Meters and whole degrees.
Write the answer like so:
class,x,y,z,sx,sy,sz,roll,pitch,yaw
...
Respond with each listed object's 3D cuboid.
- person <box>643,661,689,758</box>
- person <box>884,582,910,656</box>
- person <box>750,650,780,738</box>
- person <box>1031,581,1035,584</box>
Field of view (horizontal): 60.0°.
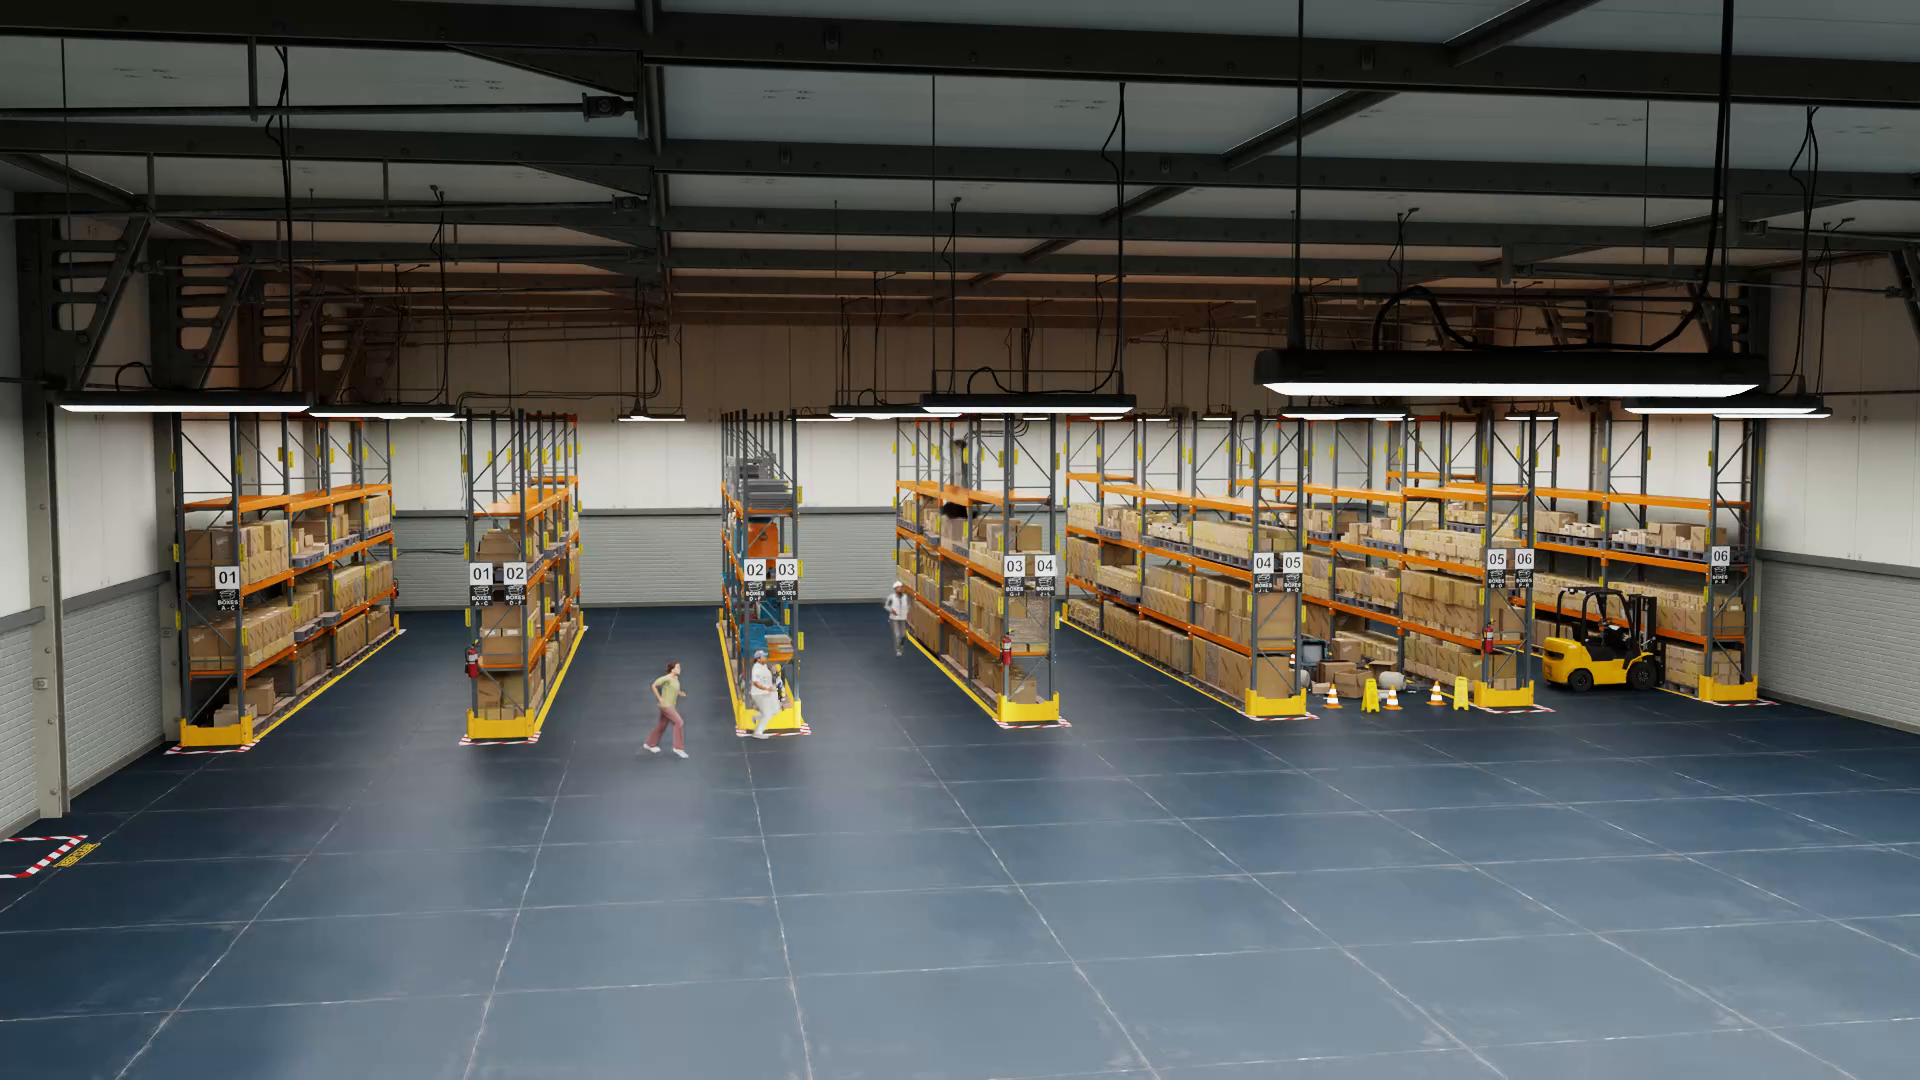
class,x,y,z,sx,sy,sz,roll,pitch,yaw
person,-5.076,2.908,28.617,0.853,1.685,0.588,1,4,13
person,-1.438,1.851,38.897,0.648,1.751,0.569,-1,4,-18
person,-3.596,2.811,30.311,0.525,1.618,0.615,1,4,13
person,2.108,1.597,46.971,0.704,1.724,0.592,0,4,-6
